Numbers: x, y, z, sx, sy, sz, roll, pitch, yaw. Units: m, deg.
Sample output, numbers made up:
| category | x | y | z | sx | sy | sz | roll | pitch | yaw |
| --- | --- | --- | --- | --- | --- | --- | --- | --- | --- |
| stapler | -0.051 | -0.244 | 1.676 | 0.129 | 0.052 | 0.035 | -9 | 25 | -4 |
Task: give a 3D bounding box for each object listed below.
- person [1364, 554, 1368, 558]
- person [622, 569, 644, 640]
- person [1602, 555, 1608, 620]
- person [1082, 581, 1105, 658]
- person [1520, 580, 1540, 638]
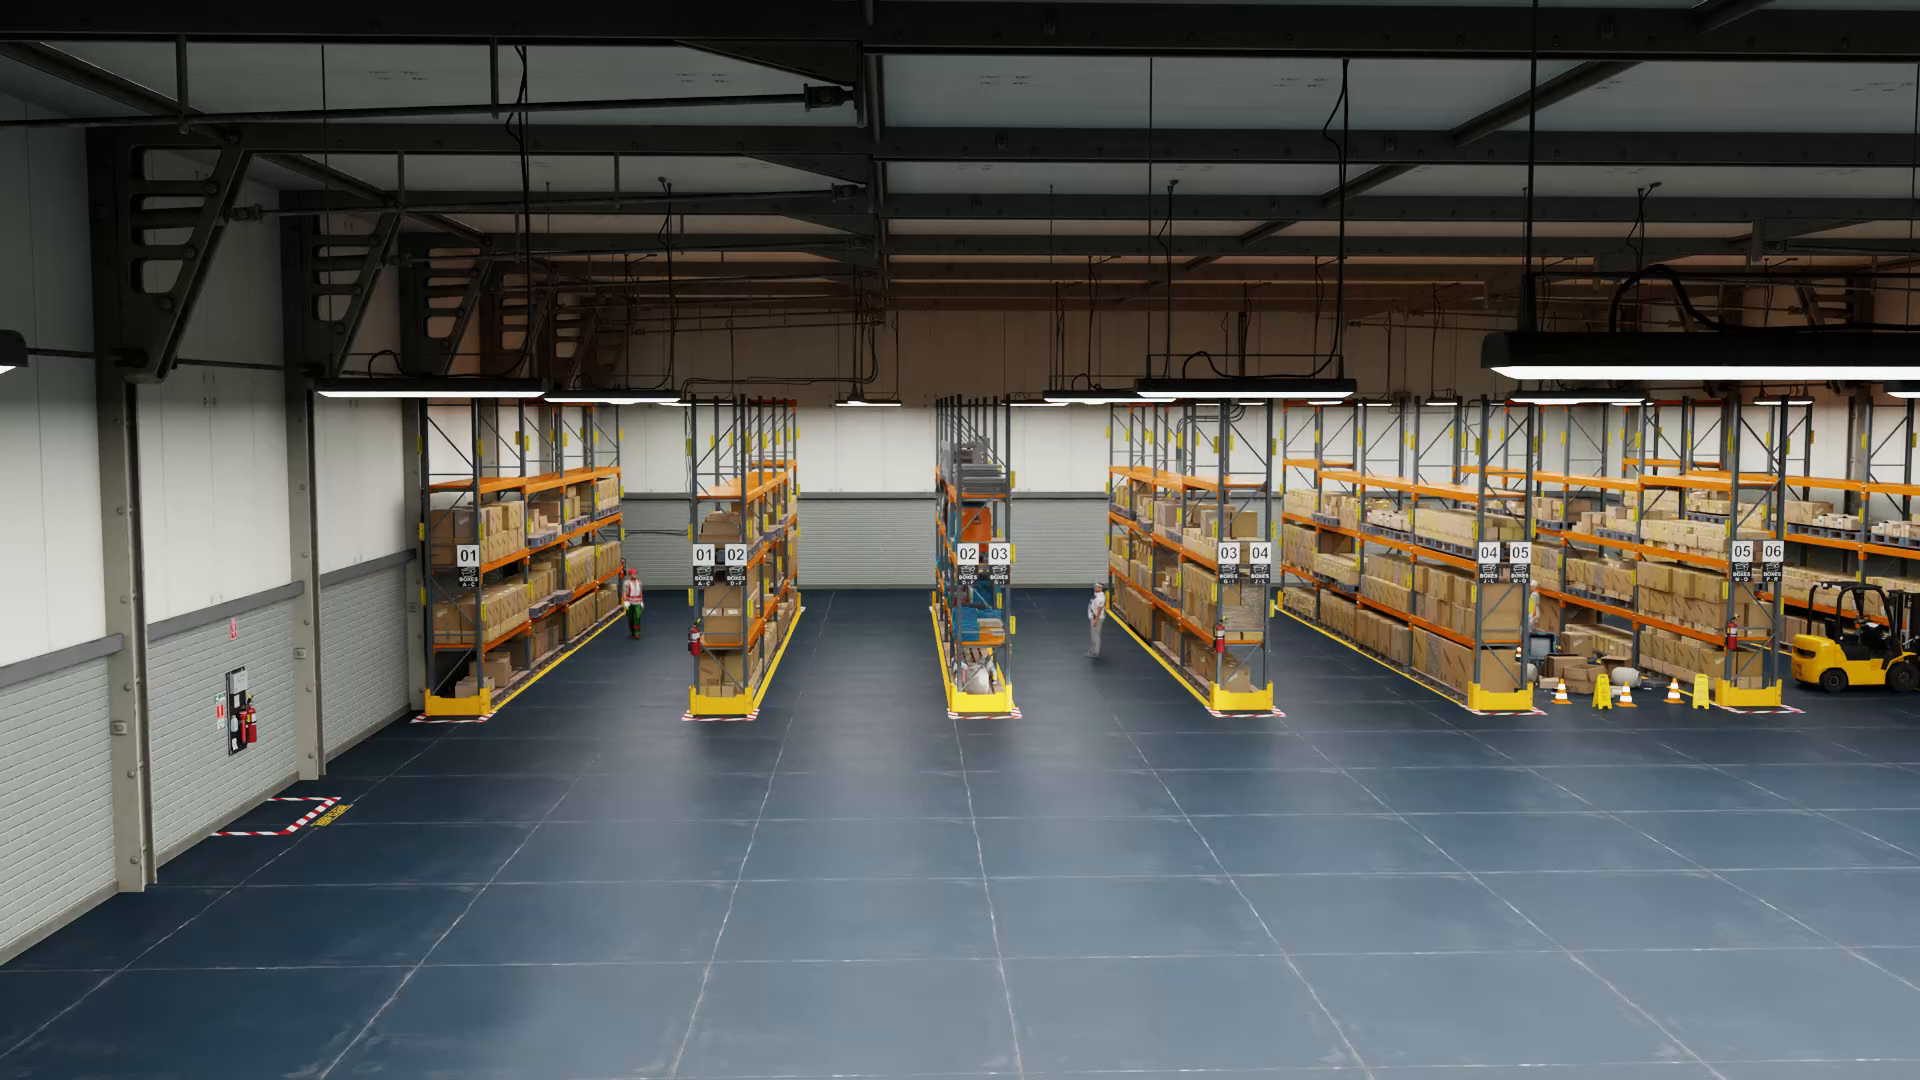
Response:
| category | x | y | z | sx | sy | sz | roll | pitch | yaw |
| --- | --- | --- | --- | --- | --- | --- | --- | --- | --- |
| person | 11.377 | 1.214 | 46.671 | 0.357 | 1.684 | 0.465 | 1 | 5 | 15 |
| person | -8.131 | 1.586 | 41.328 | 0.520 | 1.740 | 1.019 | -1 | 5 | -8 |
| person | 17.482 | 1.270 | 45.367 | 0.460 | 1.791 | 0.592 | 1 | 5 | 14 |
| person | 3.088 | 1.820 | 38.400 | 0.535 | 1.773 | 0.567 | 1 | 5 | 7 |
| person | 13.303 | 1.815 | 38.841 | 0.562 | 1.769 | 0.520 | -4 | 6 | -45 |
